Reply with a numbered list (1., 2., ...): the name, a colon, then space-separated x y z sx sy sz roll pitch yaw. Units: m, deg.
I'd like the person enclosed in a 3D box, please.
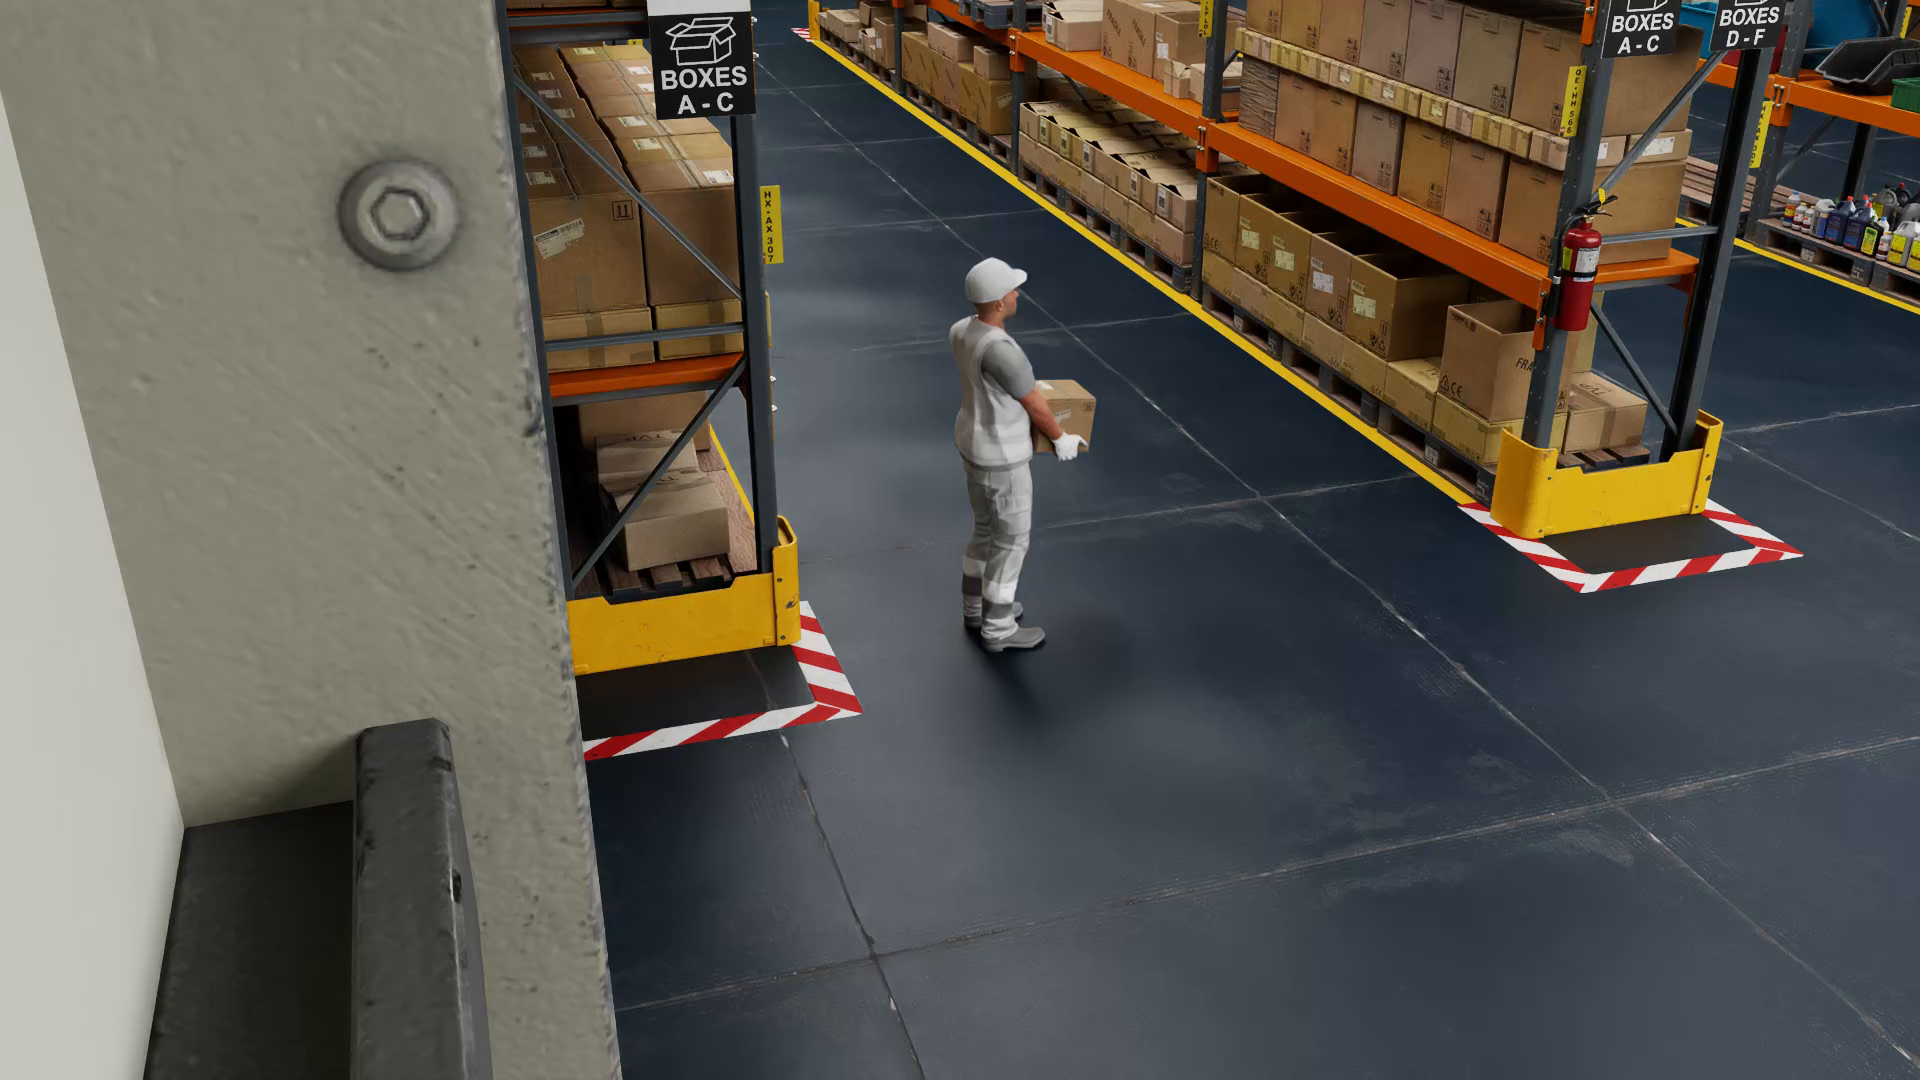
1. person: 0.255 -0.392 7.387 0.549 1.786 0.495 -9 28 -18
